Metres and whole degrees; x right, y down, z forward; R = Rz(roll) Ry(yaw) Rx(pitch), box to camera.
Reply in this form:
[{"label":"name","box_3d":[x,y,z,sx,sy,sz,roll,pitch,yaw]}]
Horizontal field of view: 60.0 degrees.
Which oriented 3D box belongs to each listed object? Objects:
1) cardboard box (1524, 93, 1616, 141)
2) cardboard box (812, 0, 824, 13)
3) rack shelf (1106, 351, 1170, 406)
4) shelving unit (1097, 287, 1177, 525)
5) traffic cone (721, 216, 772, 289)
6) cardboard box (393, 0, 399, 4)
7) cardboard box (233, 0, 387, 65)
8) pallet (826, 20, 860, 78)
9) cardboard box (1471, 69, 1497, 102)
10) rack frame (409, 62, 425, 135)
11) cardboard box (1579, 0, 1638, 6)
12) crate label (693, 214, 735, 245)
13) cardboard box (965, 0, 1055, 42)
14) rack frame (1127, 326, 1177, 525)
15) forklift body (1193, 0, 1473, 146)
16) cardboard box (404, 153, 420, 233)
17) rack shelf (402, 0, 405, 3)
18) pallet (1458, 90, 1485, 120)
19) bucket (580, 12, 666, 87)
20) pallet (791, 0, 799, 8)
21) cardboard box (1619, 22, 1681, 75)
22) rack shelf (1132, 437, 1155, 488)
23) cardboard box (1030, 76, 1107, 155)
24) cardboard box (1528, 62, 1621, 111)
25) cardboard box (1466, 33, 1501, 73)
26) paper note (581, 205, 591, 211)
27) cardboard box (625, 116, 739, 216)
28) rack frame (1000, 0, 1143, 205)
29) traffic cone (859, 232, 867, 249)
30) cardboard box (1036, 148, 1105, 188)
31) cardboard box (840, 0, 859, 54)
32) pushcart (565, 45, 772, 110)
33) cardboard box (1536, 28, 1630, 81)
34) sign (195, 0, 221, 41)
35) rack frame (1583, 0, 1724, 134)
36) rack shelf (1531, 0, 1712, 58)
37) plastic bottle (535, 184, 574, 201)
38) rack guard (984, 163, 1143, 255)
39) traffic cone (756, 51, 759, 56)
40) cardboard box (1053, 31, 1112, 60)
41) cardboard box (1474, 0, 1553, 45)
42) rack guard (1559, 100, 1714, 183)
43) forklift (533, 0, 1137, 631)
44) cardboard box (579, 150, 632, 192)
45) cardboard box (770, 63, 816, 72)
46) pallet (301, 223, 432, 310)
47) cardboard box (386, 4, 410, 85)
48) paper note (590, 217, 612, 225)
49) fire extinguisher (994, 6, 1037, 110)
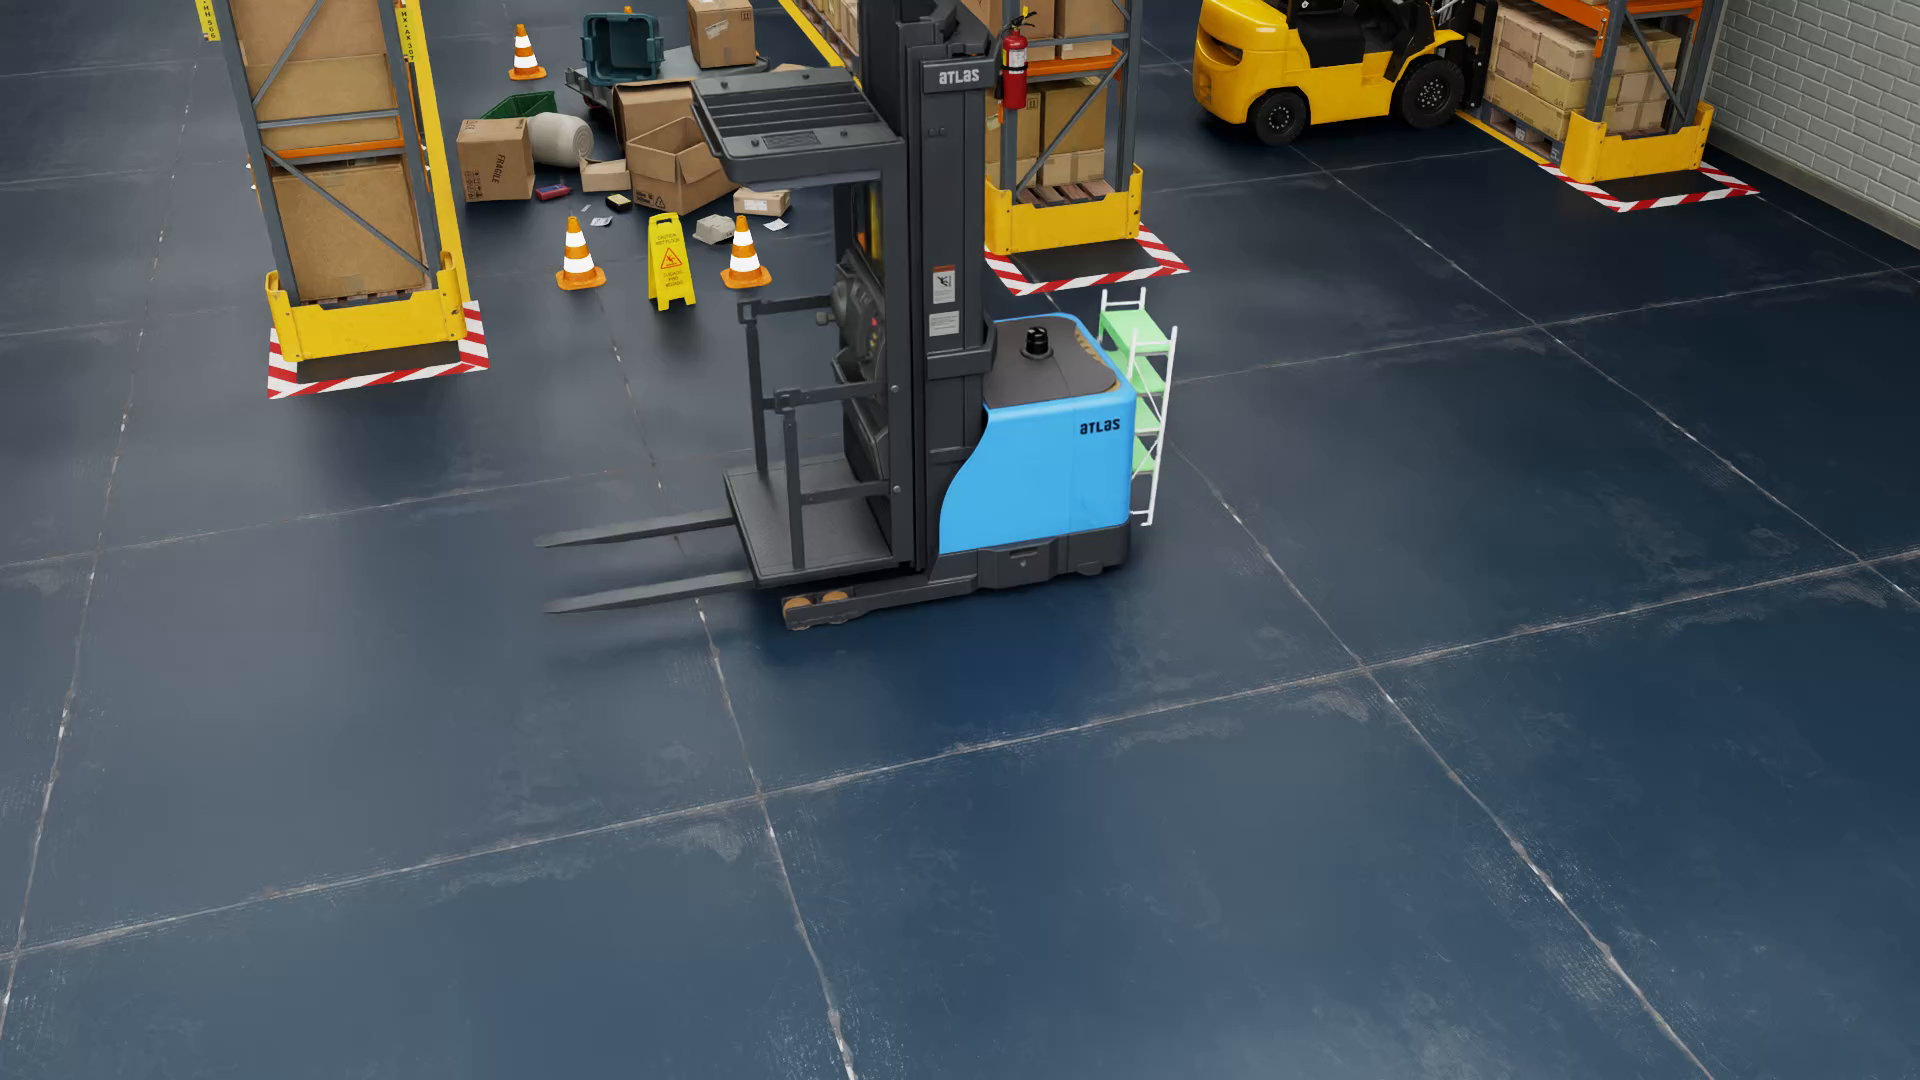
[{"label":"cardboard box","box_3d":[5.064,-3.544,13.825,0.500,0.250,0.500,-10,35,-14]},{"label":"cardboard box","box_3d":[-1.037,-5.681,16.949,0.950,0.372,0.625,-9,34,-13]},{"label":"rack shelf","box_3d":[0.920,-0.860,8.953,0.258,0.148,0.480,-5,34,-13]},{"label":"shelving unit","box_3d":[0.912,-0.713,9.048,0.258,1.200,0.503,-5,34,-13]},{"label":"traffic cone","box_3d":[-1.531,-2.071,11.784,0.336,0.463,0.334,-10,35,-15]},{"label":"cardboard box","box_3d":[-4.274,-3.905,11.142,0.875,0.550,0.550,-10,35,-15]},{"label":"cardboard box","box_3d":[-3.977,-3.314,10.249,0.875,0.550,0.550,-10,35,-15]},{"label":"pallet","box_3d":[-0.677,-4.831,16.189,1.003,0.211,1.213,-10,35,-15]},{"label":"cardboard box","box_3d":[4.777,-4.071,14.622,0.500,0.250,0.500,-10,35,-14]},{"label":"rack frame","box_3d":[-5.121,-4.700,13.462,1.000,3.000,0.127,-10,35,-15]},{"label":"cardboard box","box_3d":[5.108,-4.578,13.186,0.500,0.500,0.500,-11,35,-16]},{"label":"crate label","box_3d":[-1.830,-2.337,12.482,0.298,0.136,0.250,27,42,34]},{"label":"cardboard box","box_3d":[0.354,-3.890,11.875,0.500,0.500,0.500,-11,35,-16]},{"label":"rack frame","box_3d":[0.971,-0.582,8.850,0.240,1.200,0.015,-5,34,-13]},{"label":"forklift body","box_3d":[3.192,-4.657,14.166,2.313,2.155,1.214,-10,35,-15]},{"label":"cardboard box","box_3d":[-4.441,-2.695,11.974,0.875,0.875,0.875,-11,35,-15]},{"label":"rack shelf","box_3d":[-5.731,-5.450,15.249,1.077,0.370,4.000,-10,35,-15]},{"label":"pallet","box_3d":[4.867,-4.193,15.223,1.003,0.211,1.213,-10,35,-15]},{"label":"bucket","box_3d":[-2.884,-4.285,14.424,0.726,0.611,0.620,1,23,2]},{"label":"pallet","box_3d":[-1.421,-6.112,18.127,1.003,0.211,1.213,-10,35,-15]},{"label":"cardboard box","box_3d":[5.542,-4.052,13.686,0.500,0.250,0.500,-11,35,-15]},{"label":"rack shelf","box_3d":[0.897,-0.457,9.212,0.258,0.148,0.480,-5,34,-13]},{"label":"cardboard box","box_3d":[0.792,-3.309,12.789,0.500,0.500,0.500,-11,35,-16]},{"label":"cardboard box","box_3d":[5.062,-3.762,13.701,0.500,0.250,0.500,-10,35,-15]},{"label":"cardboard box","box_3d":[4.742,-4.294,14.507,0.500,0.250,0.500,-11,35,-16]},{"label":"paper note","box_3d":[-2.920,-2.592,12.983,0.032,0.001,0.123,7,34,10]},{"label":"cardboard box","box_3d":[-2.165,-2.940,13.063,0.637,0.503,0.797,19,38,26]},{"label":"rack frame","box_3d":[0.782,-3.486,11.623,1.000,3.000,0.127,-10,35,-15]},{"label":"traffic cone","box_3d":[-0.578,-2.436,12.336,0.336,0.463,0.334,-10,35,-15]},{"label":"cardboard box","box_3d":[0.799,-2.984,12.977,0.500,0.250,0.500,-10,35,-15]},{"label":"cardboard box","box_3d":[-0.600,-4.939,15.826,0.950,0.372,0.625,-10,35,-14]},{"label":"pushcart","box_3d":[-2.594,-4.082,14.905,1.648,0.377,0.936,-23,40,-31]},{"label":"cardboard box","box_3d":[5.071,-3.957,13.543,0.500,0.250,0.500,-9,34,-13]},{"label":"sign","box_3d":[-4.422,-3.098,9.772,0.100,0.325,0.005,-10,35,-15]},{"label":"rack frame","box_3d":[5.508,-4.322,12.890,1.000,3.000,0.127,-10,35,-15]},{"label":"rack shelf","box_3d":[4.898,-5.072,14.677,1.077,0.370,4.000,-10,35,-15]},{"label":"plastic bottle","box_3d":[-3.217,-2.768,13.203,0.283,0.061,0.133,-23,40,-31]},{"label":"rack guard","box_3d":[0.759,-2.483,12.373,1.175,0.500,0.348,-10,35,-15]},{"label":"traffic cone","box_3d":[-2.150,-4.943,16.130,0.336,0.463,0.334,-10,35,-15]},{"label":"cardboard box","box_3d":[0.876,-3.594,12.015,0.380,0.149,0.250,-10,35,-15]},{"label":"cardboard box","box_3d":[4.746,-4.487,14.345,0.500,0.250,0.500,-10,35,-14]},{"label":"rack guard","box_3d":[5.515,-3.267,13.560,1.175,0.500,0.348,-10,35,-15]},{"label":"forklift","box_3d":[-0.679,-1.092,8.063,3.031,2.935,1.130,-9,35,-13]},{"label":"cardboard box","box_3d":[-2.843,-2.967,13.318,0.396,0.266,0.258,-4,34,-6]},{"label":"cardboard box","box_3d":[-1.407,-3.752,14.292,0.500,0.500,0.500,13,36,18]},{"label":"pallet","box_3d":[-4.220,-1.843,11.668,1.003,0.211,1.213,-10,35,-15]},{"label":"cardboard box","box_3d":[-4.297,-3.450,11.434,0.875,0.550,0.550,-10,35,-15]},{"label":"paper note","box_3d":[-2.750,-2.448,12.747,0.144,0.017,0.142,1,33,2]},{"label":"fire extinguisher","box_3d":[0.378,-3.316,11.437,0.296,0.674,0.183,-10,35,-15]}]
